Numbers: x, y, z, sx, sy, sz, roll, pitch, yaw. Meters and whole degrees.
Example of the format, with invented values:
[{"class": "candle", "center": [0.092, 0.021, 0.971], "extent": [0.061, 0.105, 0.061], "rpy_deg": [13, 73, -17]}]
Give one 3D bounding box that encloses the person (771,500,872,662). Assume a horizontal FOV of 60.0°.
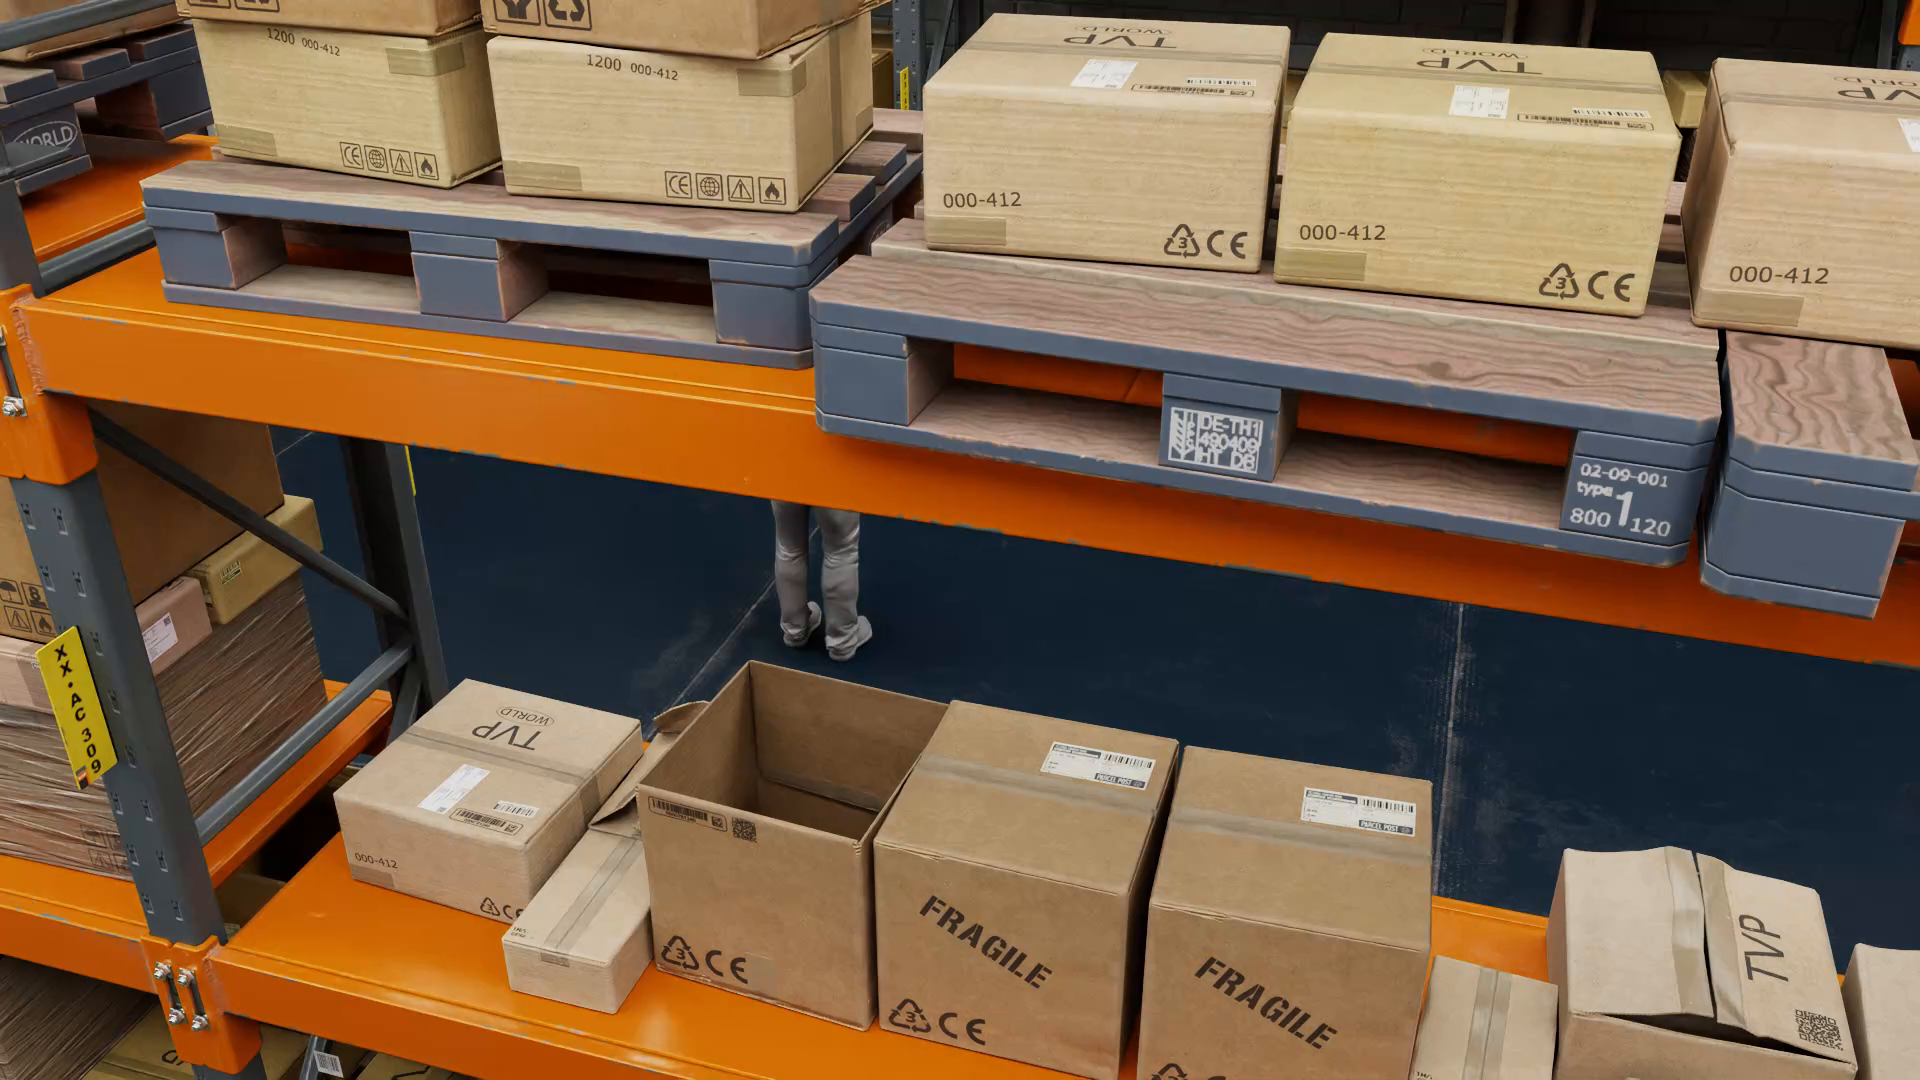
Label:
[{"class": "person", "center": [-0.595, -0.363, 6.764], "extent": [0.503, 1.758, 0.587], "rpy_deg": [9, 30, 16]}]
